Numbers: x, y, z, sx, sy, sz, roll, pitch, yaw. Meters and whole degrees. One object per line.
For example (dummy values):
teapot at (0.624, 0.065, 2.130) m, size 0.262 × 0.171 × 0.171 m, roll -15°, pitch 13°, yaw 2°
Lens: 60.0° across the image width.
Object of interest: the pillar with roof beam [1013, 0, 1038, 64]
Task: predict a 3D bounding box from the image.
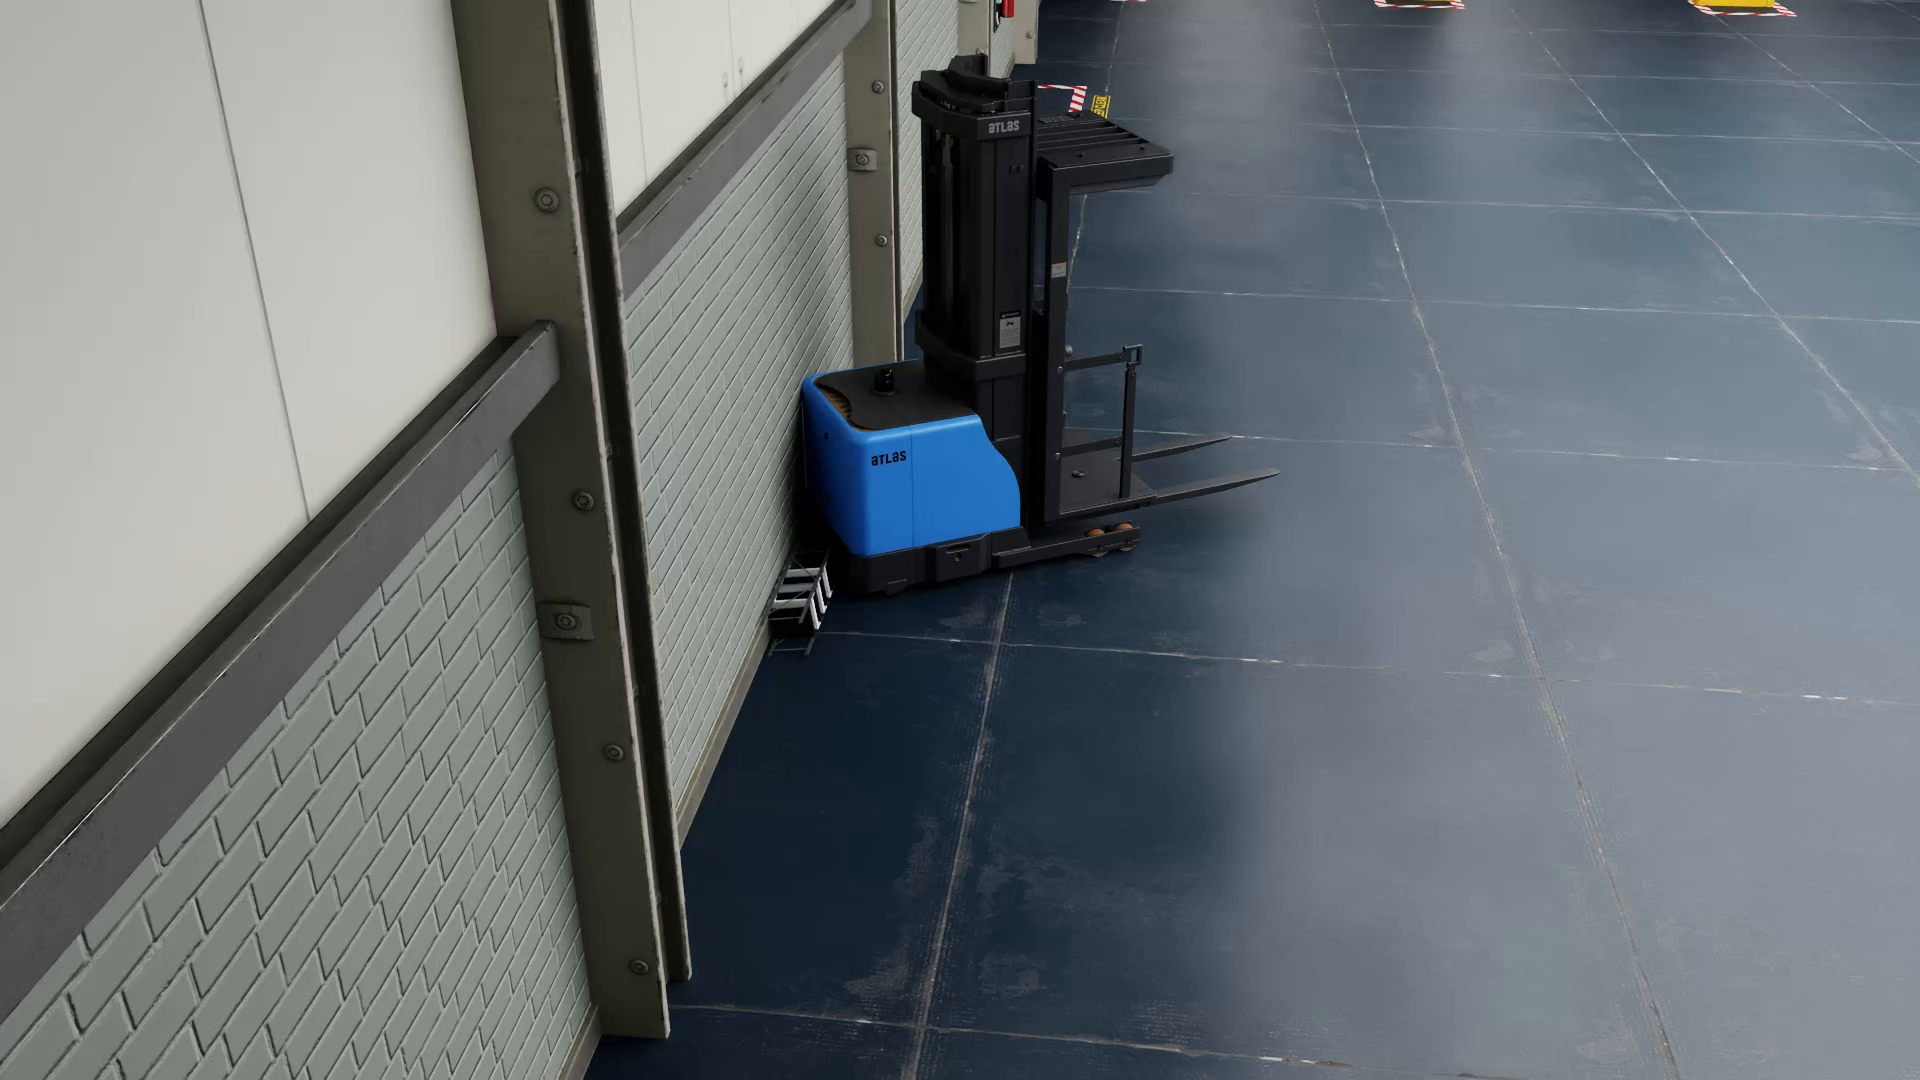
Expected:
pillar with roof beam at (5.155, -10.254, 20.087) m, size 9.100 × 9.000 × 0.400 m, roll 3°, pitch 28°, yaw 6°

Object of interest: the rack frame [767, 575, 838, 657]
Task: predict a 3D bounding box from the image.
rack frame at (-0.909, 0.434, 9.687) m, size 0.240 × 0.006 × 0.900 m, roll -4°, pitch 27°, yaw 10°

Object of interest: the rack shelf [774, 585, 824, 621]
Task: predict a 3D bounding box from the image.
rack shelf at (-0.930, 0.371, 9.592) m, size 0.258 × 0.200 × 0.077 m, roll -4°, pitch 27°, yaw 10°

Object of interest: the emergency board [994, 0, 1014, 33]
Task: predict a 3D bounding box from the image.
emergency board at (0.542, -6.702, 19.819) m, size 0.194 × 1.169 × 0.643 m, roll 3°, pitch 28°, yaw 6°

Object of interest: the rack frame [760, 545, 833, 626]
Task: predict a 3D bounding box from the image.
rack frame at (-0.937, 0.255, 9.595) m, size 0.240 × 0.006 × 0.900 m, roll -4°, pitch 27°, yaw 10°

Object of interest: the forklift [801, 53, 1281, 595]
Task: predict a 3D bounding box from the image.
forklift at (0.581, -1.406, 10.062) m, size 3.031 × 2.935 × 1.130 m, roll -11°, pitch 30°, yaw -20°

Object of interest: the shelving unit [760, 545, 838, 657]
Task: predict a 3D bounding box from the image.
shelving unit at (-0.923, 0.344, 9.641) m, size 0.258 × 0.210 × 0.900 m, roll -4°, pitch 27°, yaw 10°

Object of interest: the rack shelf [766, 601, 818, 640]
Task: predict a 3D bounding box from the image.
rack shelf at (-0.952, 0.456, 9.434) m, size 0.258 × 0.200 × 0.077 m, roll -4°, pitch 27°, yaw 10°

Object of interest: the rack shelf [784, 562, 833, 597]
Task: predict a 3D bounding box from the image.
rack shelf at (-0.897, 0.244, 9.828) m, size 0.258 × 0.200 × 0.077 m, roll -4°, pitch 27°, yaw 10°

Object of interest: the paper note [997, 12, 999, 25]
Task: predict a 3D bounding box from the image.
paper note at (0.452, -6.235, 19.881) m, size 0.016 × 0.148 × 0.142 m, roll 3°, pitch 28°, yaw 6°

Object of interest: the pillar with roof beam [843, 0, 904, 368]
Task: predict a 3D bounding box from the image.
pillar with roof beam at (3.685, -4.605, 9.602) m, size 9.100 × 9.000 × 0.400 m, roll 3°, pitch 28°, yaw 6°

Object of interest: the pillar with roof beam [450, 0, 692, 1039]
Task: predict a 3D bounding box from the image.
pillar with roof beam at (2.950, -1.781, 4.360) m, size 9.100 × 9.000 × 0.400 m, roll 3°, pitch 28°, yaw 6°

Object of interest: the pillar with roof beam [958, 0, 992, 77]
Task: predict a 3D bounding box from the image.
pillar with roof beam at (4.420, -7.429, 14.845) m, size 9.100 × 9.000 × 0.400 m, roll 3°, pitch 28°, yaw 6°

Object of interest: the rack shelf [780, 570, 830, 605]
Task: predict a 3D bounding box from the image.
rack shelf at (-0.908, 0.286, 9.749) m, size 0.258 × 0.200 × 0.077 m, roll -4°, pitch 27°, yaw 10°

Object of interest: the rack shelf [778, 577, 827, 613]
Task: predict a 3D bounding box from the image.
rack shelf at (-0.919, 0.329, 9.670) m, size 0.258 × 0.200 × 0.077 m, roll -4°, pitch 27°, yaw 10°

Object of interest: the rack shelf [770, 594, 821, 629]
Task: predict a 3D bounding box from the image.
rack shelf at (-0.941, 0.413, 9.513) m, size 0.258 × 0.200 × 0.077 m, roll -4°, pitch 27°, yaw 10°

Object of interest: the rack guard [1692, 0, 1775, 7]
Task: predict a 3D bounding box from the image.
rack guard at (12.186, -8.670, 26.107) m, size 1.175 × 0.500 × 0.348 m, roll 3°, pitch 28°, yaw 6°
